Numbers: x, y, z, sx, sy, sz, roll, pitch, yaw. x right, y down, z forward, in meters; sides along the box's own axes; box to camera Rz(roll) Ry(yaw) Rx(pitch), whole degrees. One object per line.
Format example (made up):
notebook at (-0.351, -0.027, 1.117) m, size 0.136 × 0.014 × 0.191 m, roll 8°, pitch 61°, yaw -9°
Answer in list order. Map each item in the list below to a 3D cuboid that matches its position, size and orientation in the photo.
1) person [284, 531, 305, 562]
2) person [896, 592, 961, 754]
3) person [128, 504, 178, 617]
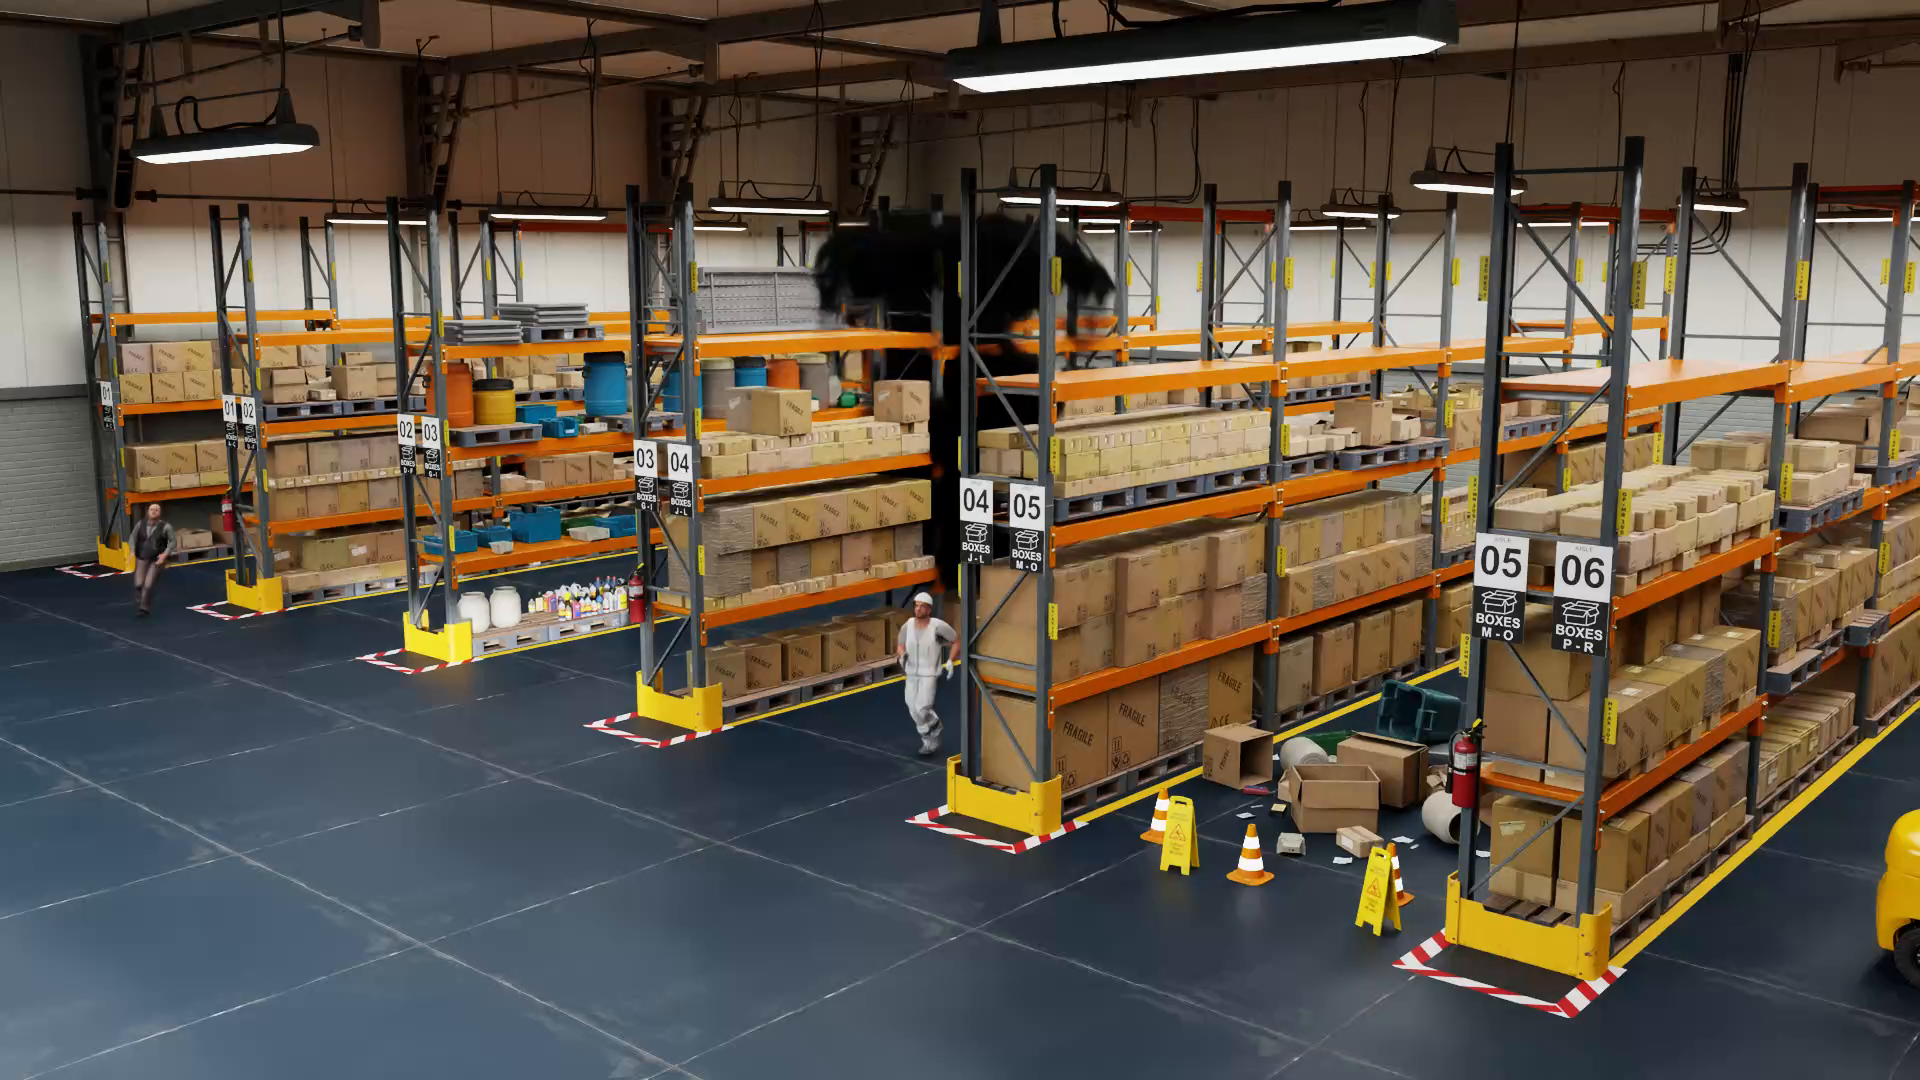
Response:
person at (-10.887, -0.141, 27.077) m, size 0.595 × 1.654 × 0.584 m, roll 7°, pitch 12°, yaw 38°
person at (-0.399, 1.420, 17.402) m, size 0.643 × 1.745 × 0.618 m, roll 5°, pitch 11°, yaw 26°
person at (-11.913, 0.294, 24.544) m, size 0.683 × 1.648 × 0.533 m, roll -2°, pitch 10°, yaw -11°
